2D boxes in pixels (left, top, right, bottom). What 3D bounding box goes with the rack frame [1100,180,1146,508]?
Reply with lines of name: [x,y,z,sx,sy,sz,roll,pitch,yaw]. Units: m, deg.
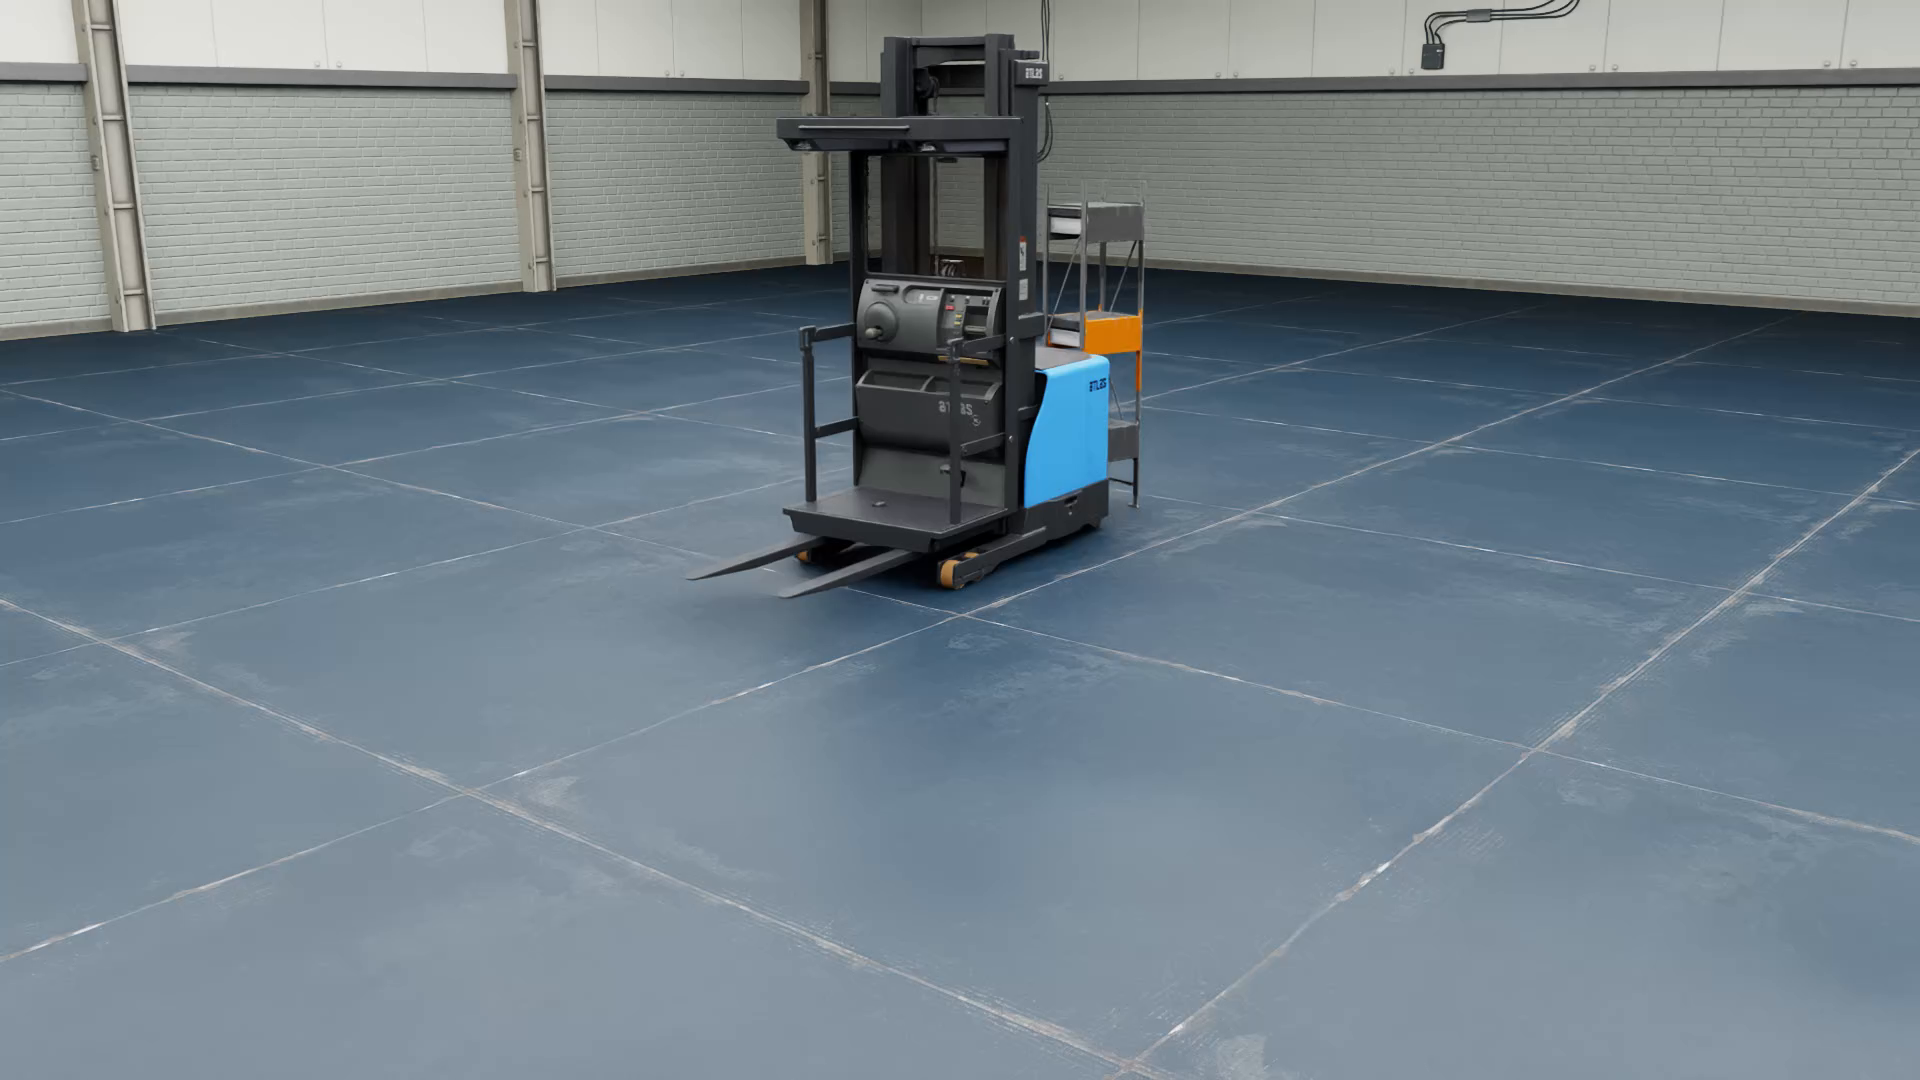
rack frame: [1.048,-1.271,10.857,0.015,2.100,0.400,-10,17,-35]

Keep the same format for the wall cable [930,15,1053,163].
wall cable: [0.403,-8.070,29.919,3.097,2.526,0.112,11,18,38]

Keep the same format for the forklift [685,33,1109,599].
forklift: [-0.295,-1.280,9.207,1.130,2.935,3.031,9,17,32]

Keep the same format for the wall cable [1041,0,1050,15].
wall cable: [2.507,-10.099,27.649,3.097,2.526,0.112,11,18,38]

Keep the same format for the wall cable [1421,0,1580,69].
wall cable: [7.777,-9.751,23.323,2.305,6.003,0.169,11,18,38]

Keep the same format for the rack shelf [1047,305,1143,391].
rack shelf: [0.852,-1.222,10.719,0.480,0.518,0.431,-10,17,-35]

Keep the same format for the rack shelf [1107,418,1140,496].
rack shelf: [0.854,-0.543,10.888,0.480,0.518,0.431,-10,17,-35]

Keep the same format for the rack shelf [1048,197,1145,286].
rack shelf: [0.849,-1.902,10.550,0.480,0.518,0.431,-10,17,-35]

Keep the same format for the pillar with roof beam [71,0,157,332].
pillar with roof beam: [-6.671,-6.251,16.453,9.100,9.000,0.400,11,18,38]

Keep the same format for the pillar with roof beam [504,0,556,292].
pillar with roof beam: [-2.900,-7.400,20.976,9.100,9.000,0.400,11,18,38]

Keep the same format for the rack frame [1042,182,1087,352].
rack frame: [0.656,-1.200,10.575,0.015,2.100,0.400,-10,17,-35]

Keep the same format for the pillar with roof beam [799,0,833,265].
pillar with roof beam: [0.871,-8.549,25.499,9.100,9.000,0.400,11,18,38]

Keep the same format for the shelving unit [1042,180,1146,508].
shelving unit: [0.852,-1.235,10.716,0.503,2.100,0.431,-10,17,-35]
